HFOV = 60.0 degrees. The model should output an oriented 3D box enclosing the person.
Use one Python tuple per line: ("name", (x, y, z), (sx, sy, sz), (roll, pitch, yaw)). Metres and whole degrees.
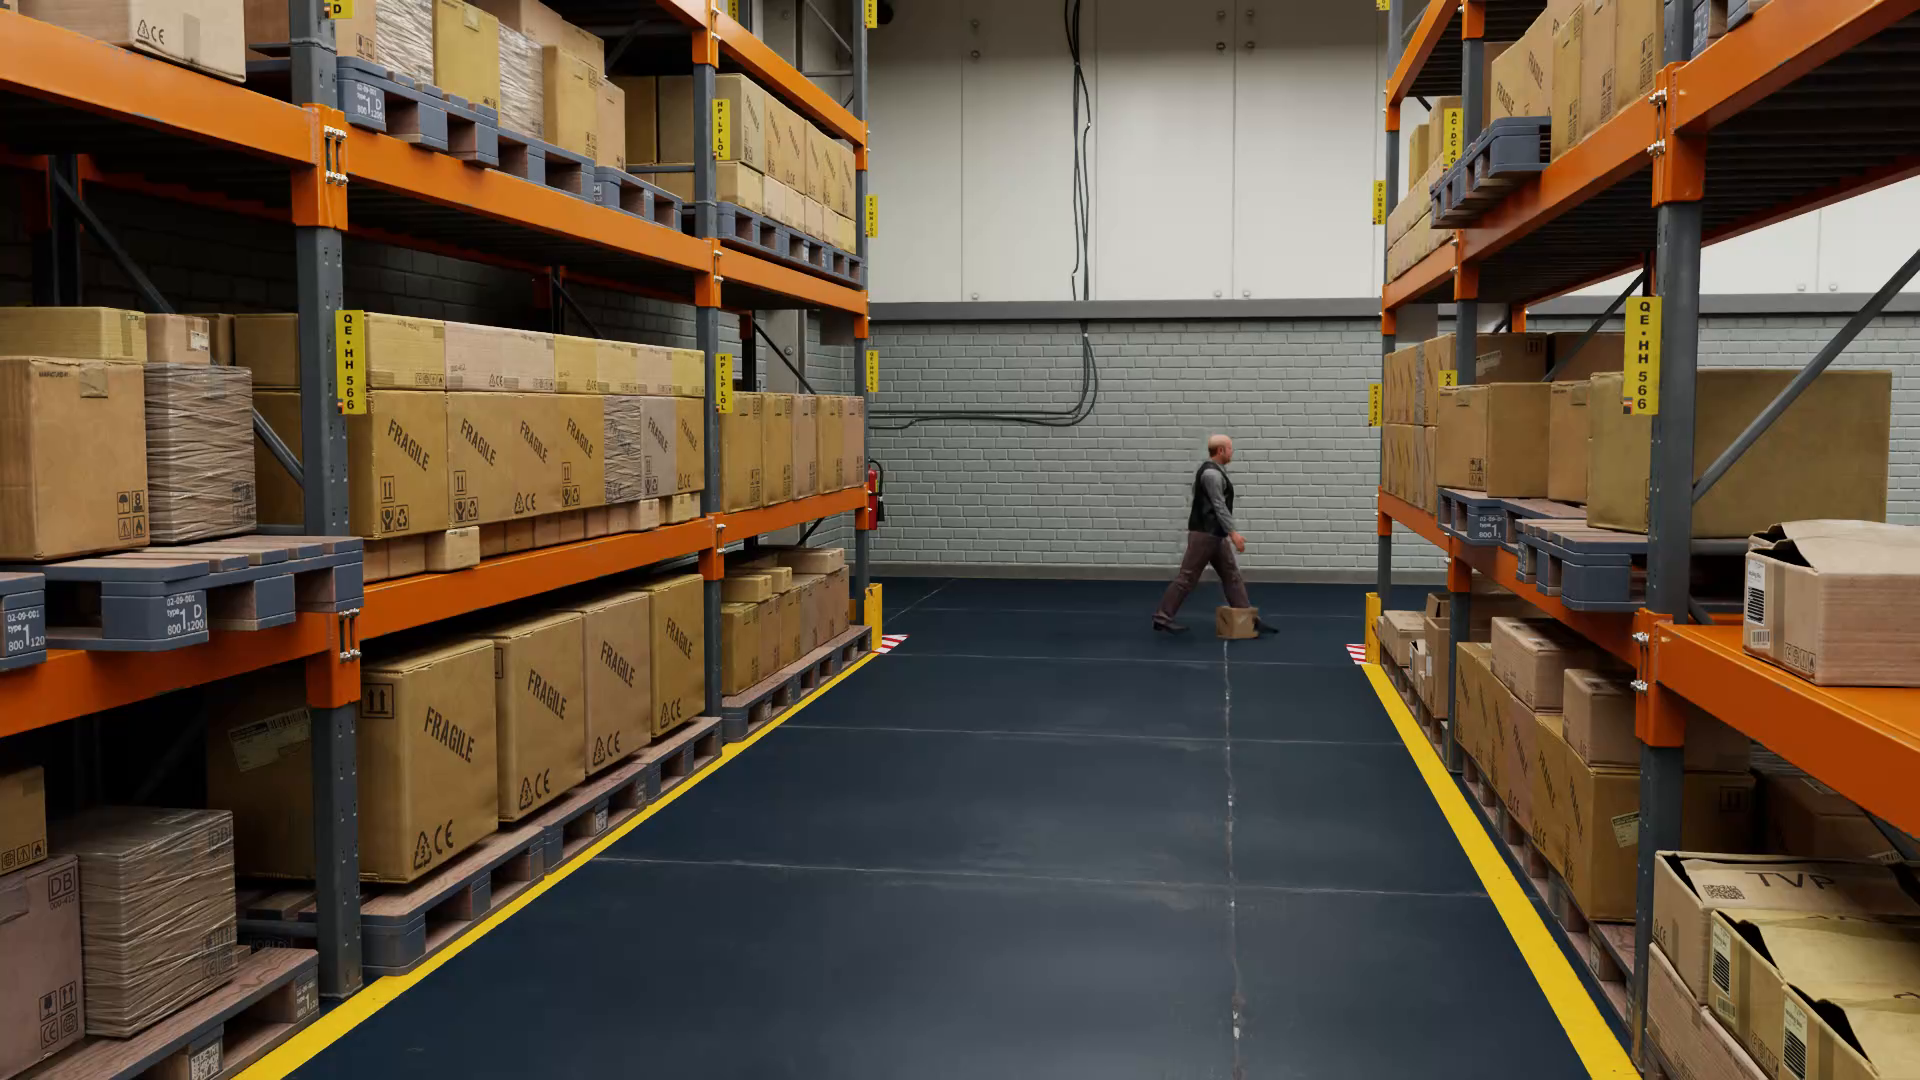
("person", (2.126, -0.043, 13.790), (1.045, 1.667, 0.556), (1, 5, 11))
